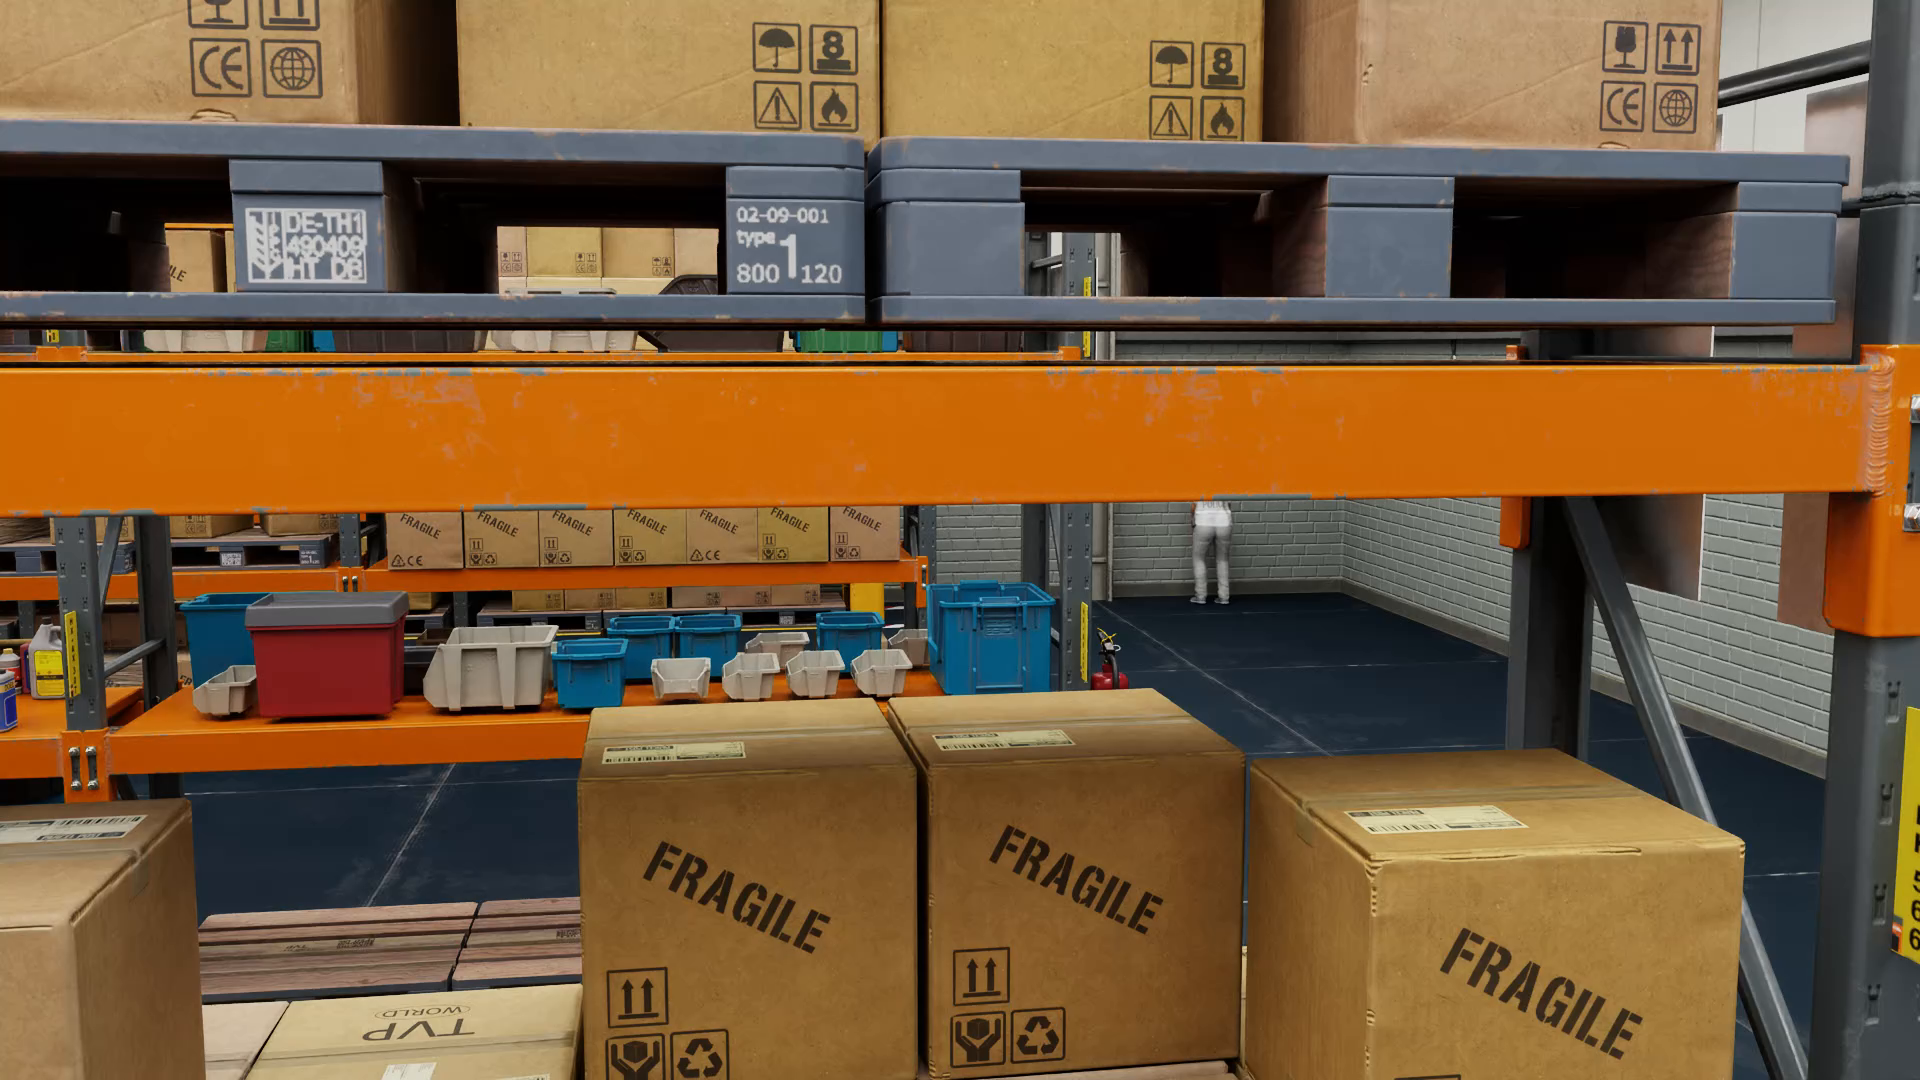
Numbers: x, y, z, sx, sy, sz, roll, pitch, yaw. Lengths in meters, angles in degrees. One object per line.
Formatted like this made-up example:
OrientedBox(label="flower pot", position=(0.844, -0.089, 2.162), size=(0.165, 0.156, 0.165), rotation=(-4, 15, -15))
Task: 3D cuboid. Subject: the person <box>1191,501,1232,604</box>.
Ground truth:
OrientedBox(label="person", position=(2.761, -0.118, 18.390), size=(0.453, 1.653, 0.535), rotation=(-1, 7, -9))
